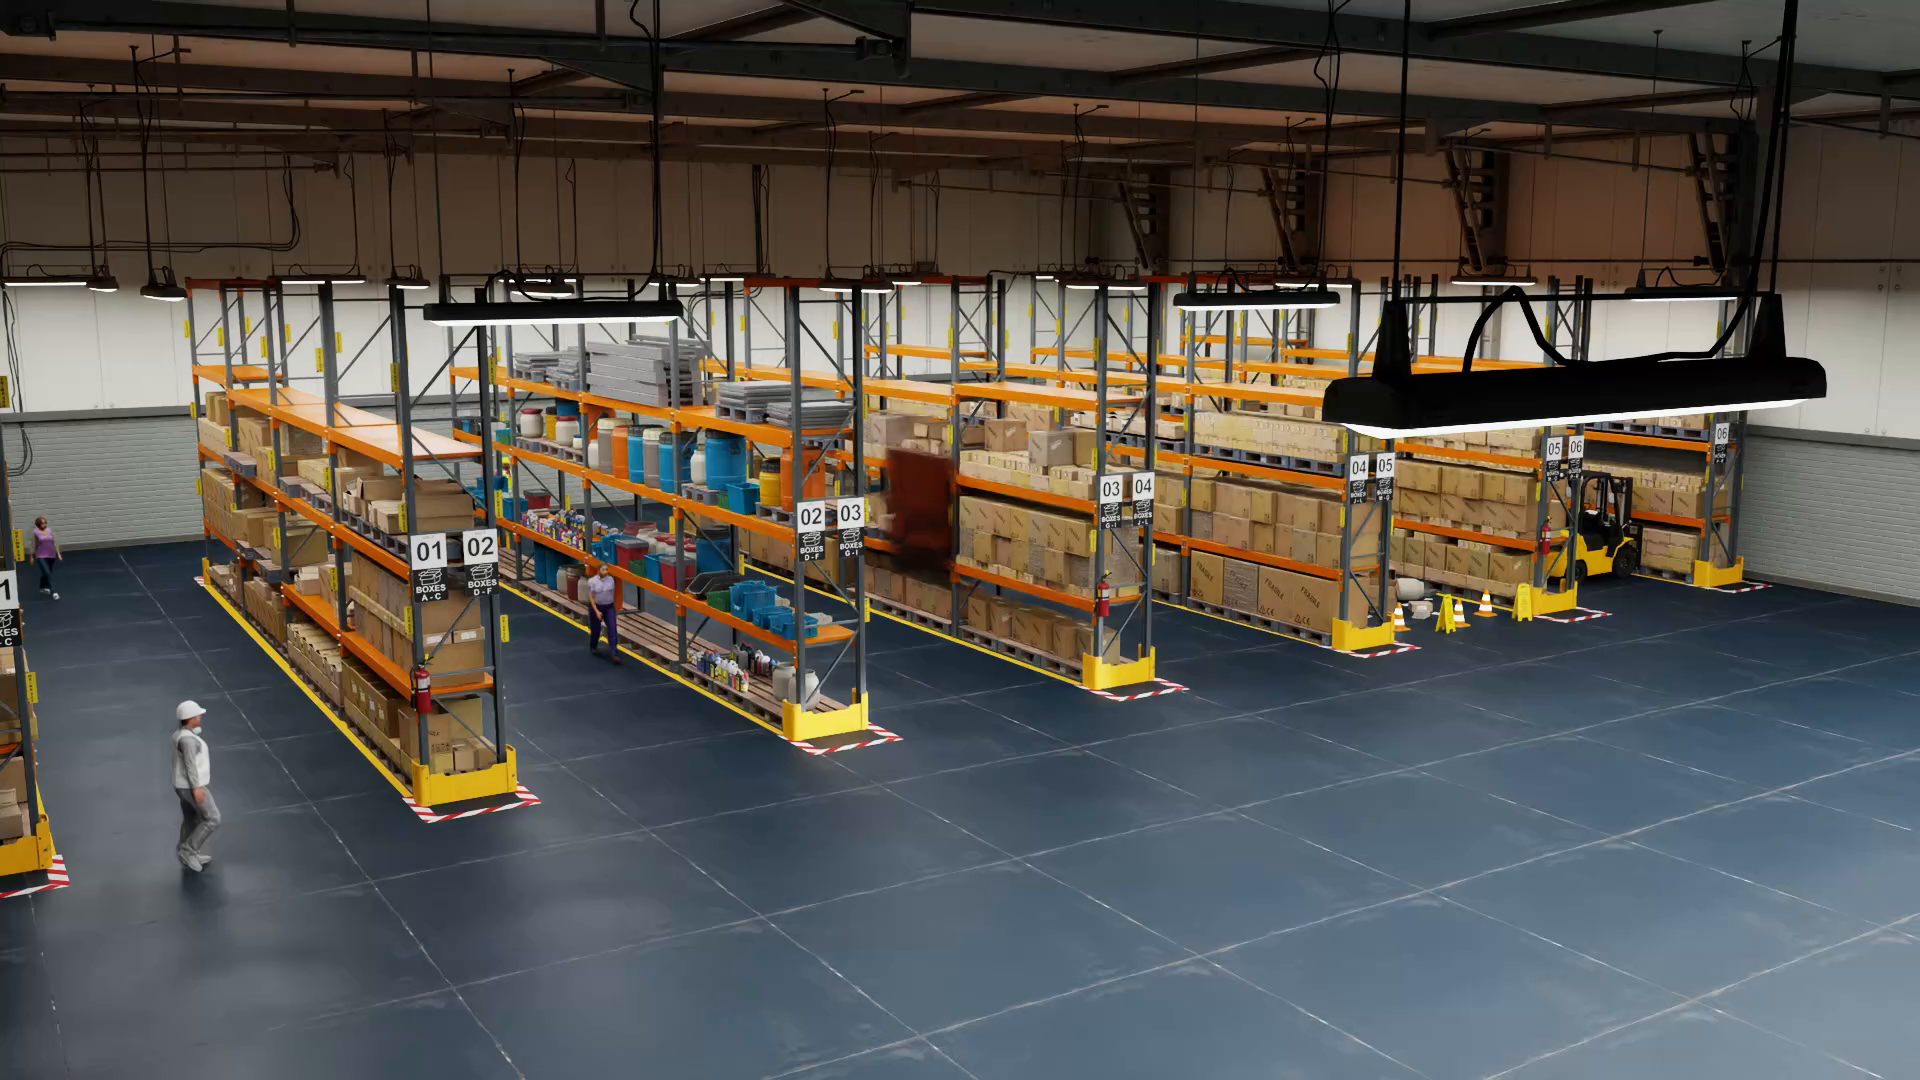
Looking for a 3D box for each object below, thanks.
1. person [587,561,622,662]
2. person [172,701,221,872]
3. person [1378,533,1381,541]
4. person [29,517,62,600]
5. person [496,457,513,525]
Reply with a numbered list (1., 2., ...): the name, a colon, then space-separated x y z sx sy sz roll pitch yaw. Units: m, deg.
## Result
1. person: -5.686 1.122 26.546 0.473 1.571 1.025 -5 11 -27
2. person: -8.017 2.557 17.414 0.427 1.781 0.566 -5 11 -30
3. person: 9.067 -0.511 35.715 0.573 1.787 0.532 -6 11 -32
4. person: -17.225 0.312 31.363 0.981 1.526 0.506 7 12 36
5. person: -10.836 -1.118 39.415 0.886 1.736 0.562 1 10 7
